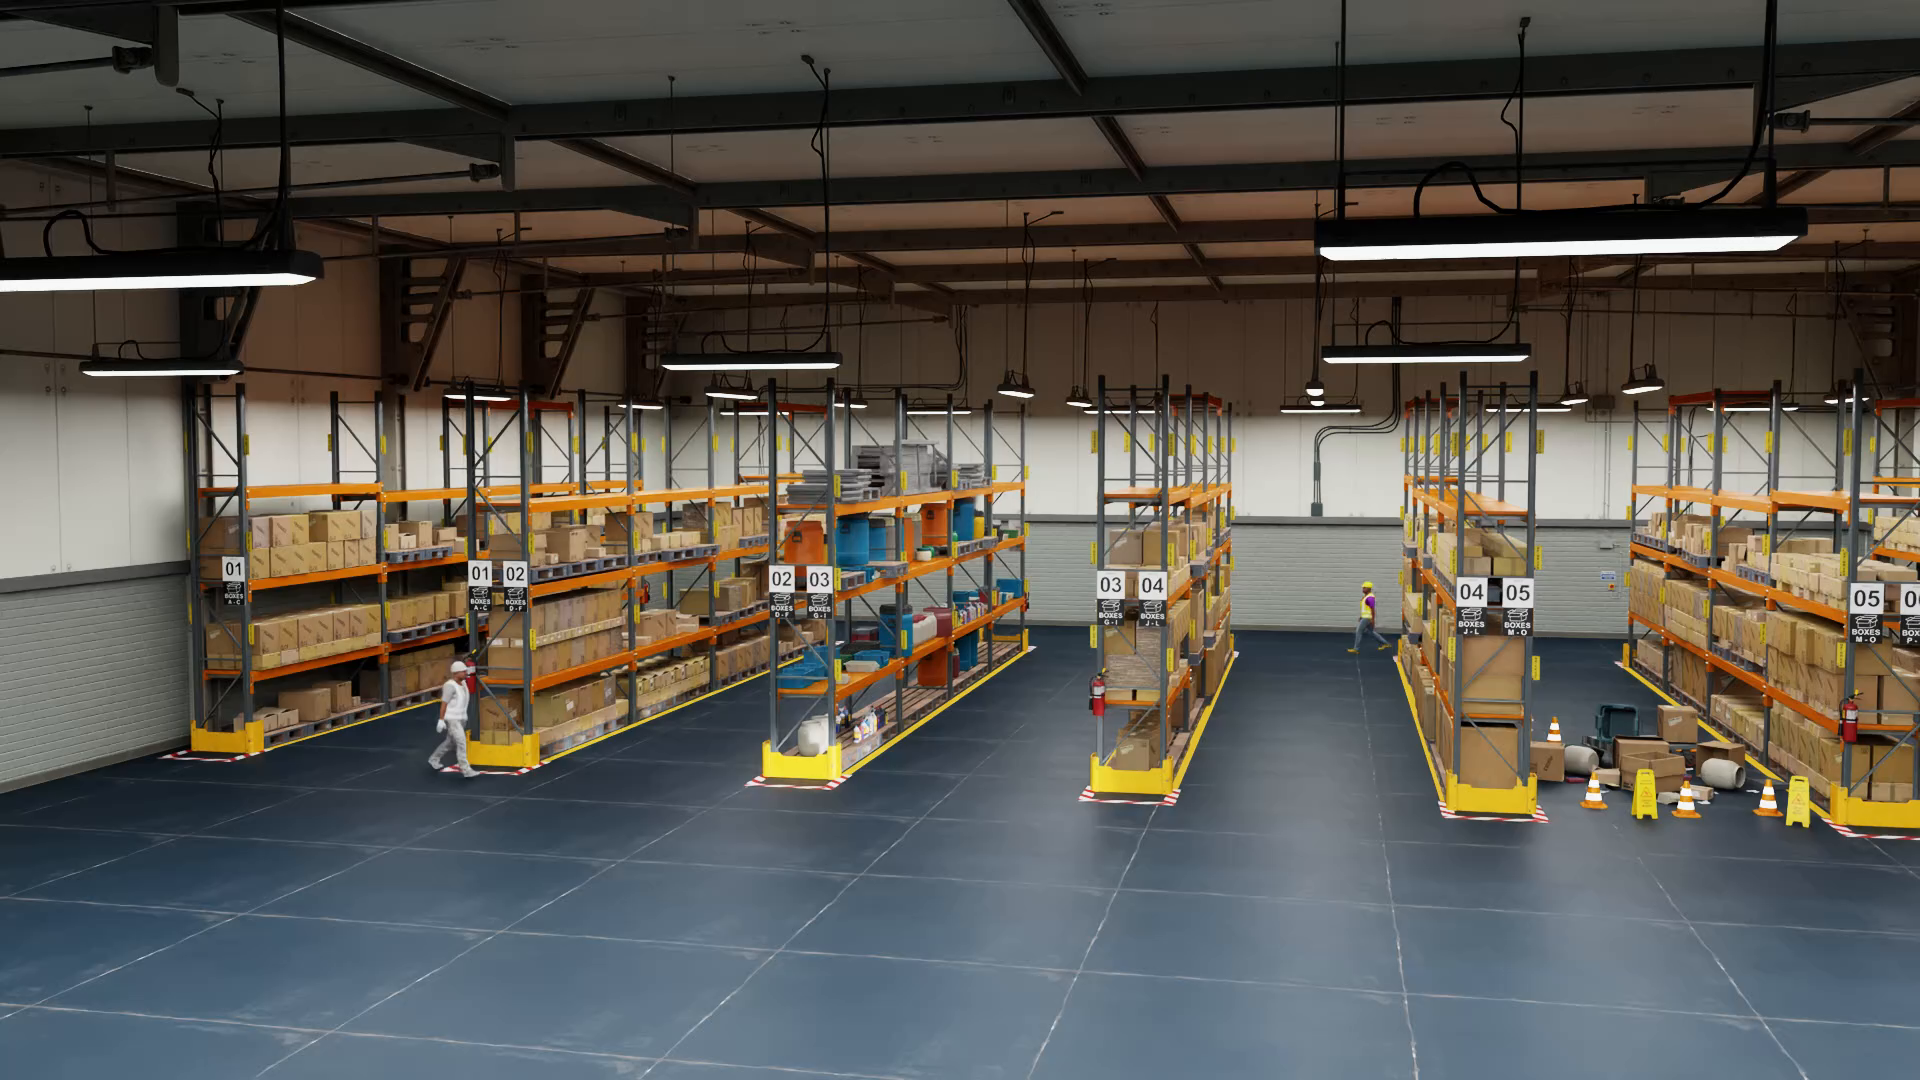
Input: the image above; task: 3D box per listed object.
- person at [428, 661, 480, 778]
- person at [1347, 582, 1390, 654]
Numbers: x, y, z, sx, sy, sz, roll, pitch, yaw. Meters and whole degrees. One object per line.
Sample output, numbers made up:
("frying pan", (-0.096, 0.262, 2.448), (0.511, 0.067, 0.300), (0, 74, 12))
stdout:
("person", (-7.667, 2.696, 25.106), (1.096, 1.734, 0.577), (1, 4, 22))
("person", (9.778, 1.862, 39.778), (1.019, 1.731, 0.551), (1, 3, 12))
